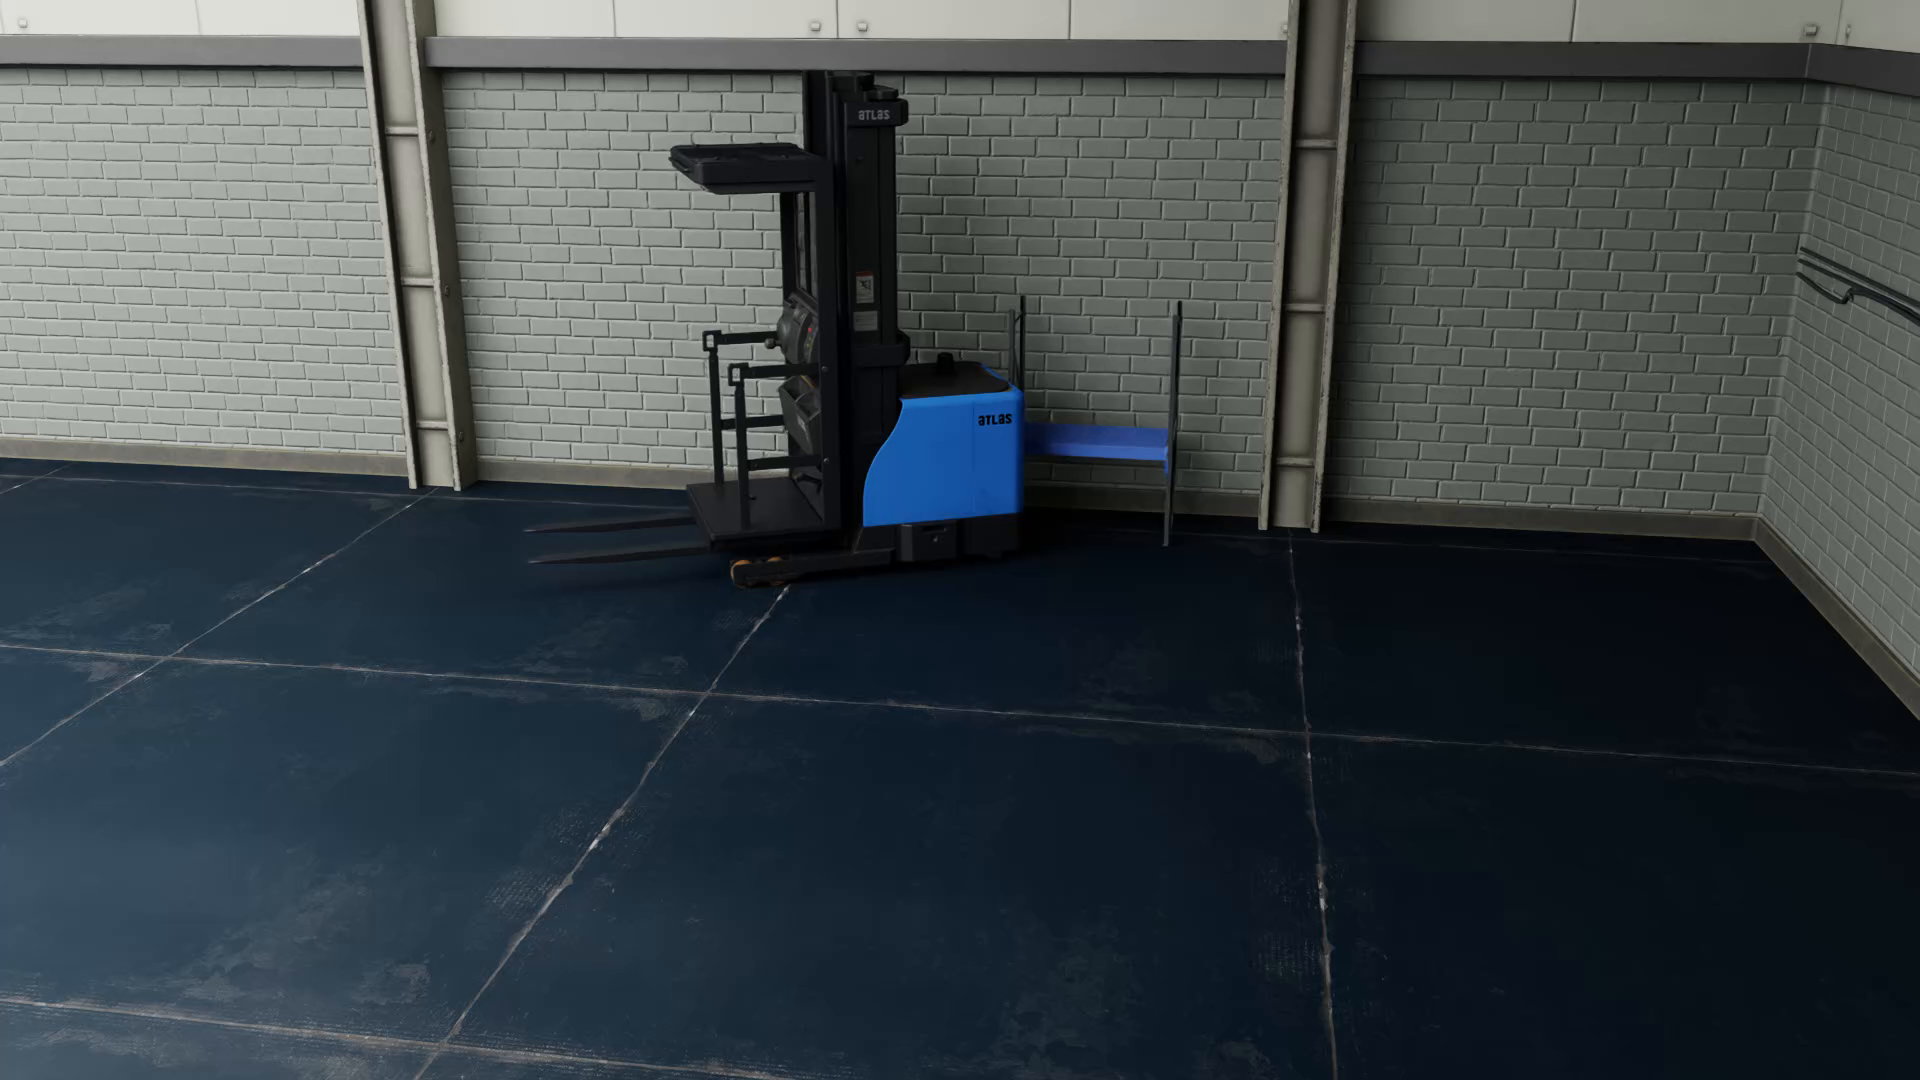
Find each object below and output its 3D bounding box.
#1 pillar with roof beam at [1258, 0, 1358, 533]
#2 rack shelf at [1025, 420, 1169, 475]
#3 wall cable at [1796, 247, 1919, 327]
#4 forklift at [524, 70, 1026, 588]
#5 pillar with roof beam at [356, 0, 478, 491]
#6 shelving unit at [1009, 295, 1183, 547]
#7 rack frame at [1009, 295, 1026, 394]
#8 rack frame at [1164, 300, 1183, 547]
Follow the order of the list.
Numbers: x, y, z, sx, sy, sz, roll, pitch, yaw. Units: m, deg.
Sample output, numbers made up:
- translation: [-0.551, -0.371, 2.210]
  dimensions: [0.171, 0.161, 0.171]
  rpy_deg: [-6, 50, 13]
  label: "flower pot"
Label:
- translation: [1.515, -3.026, 5.666]
  dimensions: [0.400, 9.000, 9.100]
  rpy_deg: [3, 19, 9]
  label: "pillar with roof beam"
- translation: [0.869, -0.606, 10.818]
  dimensions: [1.000, 0.185, 0.538]
  rpy_deg: [3, 19, 10]
  label: "rack shelf"
- translation: [4.897, -2.340, 8.508]
  dimensions: [0.112, 2.526, 3.097]
  rpy_deg: [3, 19, 9]
  label: "wall cable"
- translation: [-1.162, -1.288, 10.034]
  dimensions: [3.031, 2.935, 1.130]
  rpy_deg: [-5, 19, -16]
  label: "forklift"
- translation: [-4.409, -3.328, 6.568]
  dimensions: [0.400, 9.000, 9.100]
  rpy_deg: [3, 19, 9]
  label: "pillar with roof beam"
- translation: [0.869, -0.777, 10.760]
  dimensions: [1.048, 1.500, 0.538]
  rpy_deg: [3, 19, 10]
  label: "shelving unit"
- translation: [0.369, -0.806, 10.849]
  dimensions: [0.032, 1.500, 0.500]
  rpy_deg: [3, 19, 10]
  label: "rack frame"
- translation: [1.368, -0.747, 10.672]
  dimensions: [0.032, 1.500, 0.500]
  rpy_deg: [3, 19, 10]
  label: "rack frame"
